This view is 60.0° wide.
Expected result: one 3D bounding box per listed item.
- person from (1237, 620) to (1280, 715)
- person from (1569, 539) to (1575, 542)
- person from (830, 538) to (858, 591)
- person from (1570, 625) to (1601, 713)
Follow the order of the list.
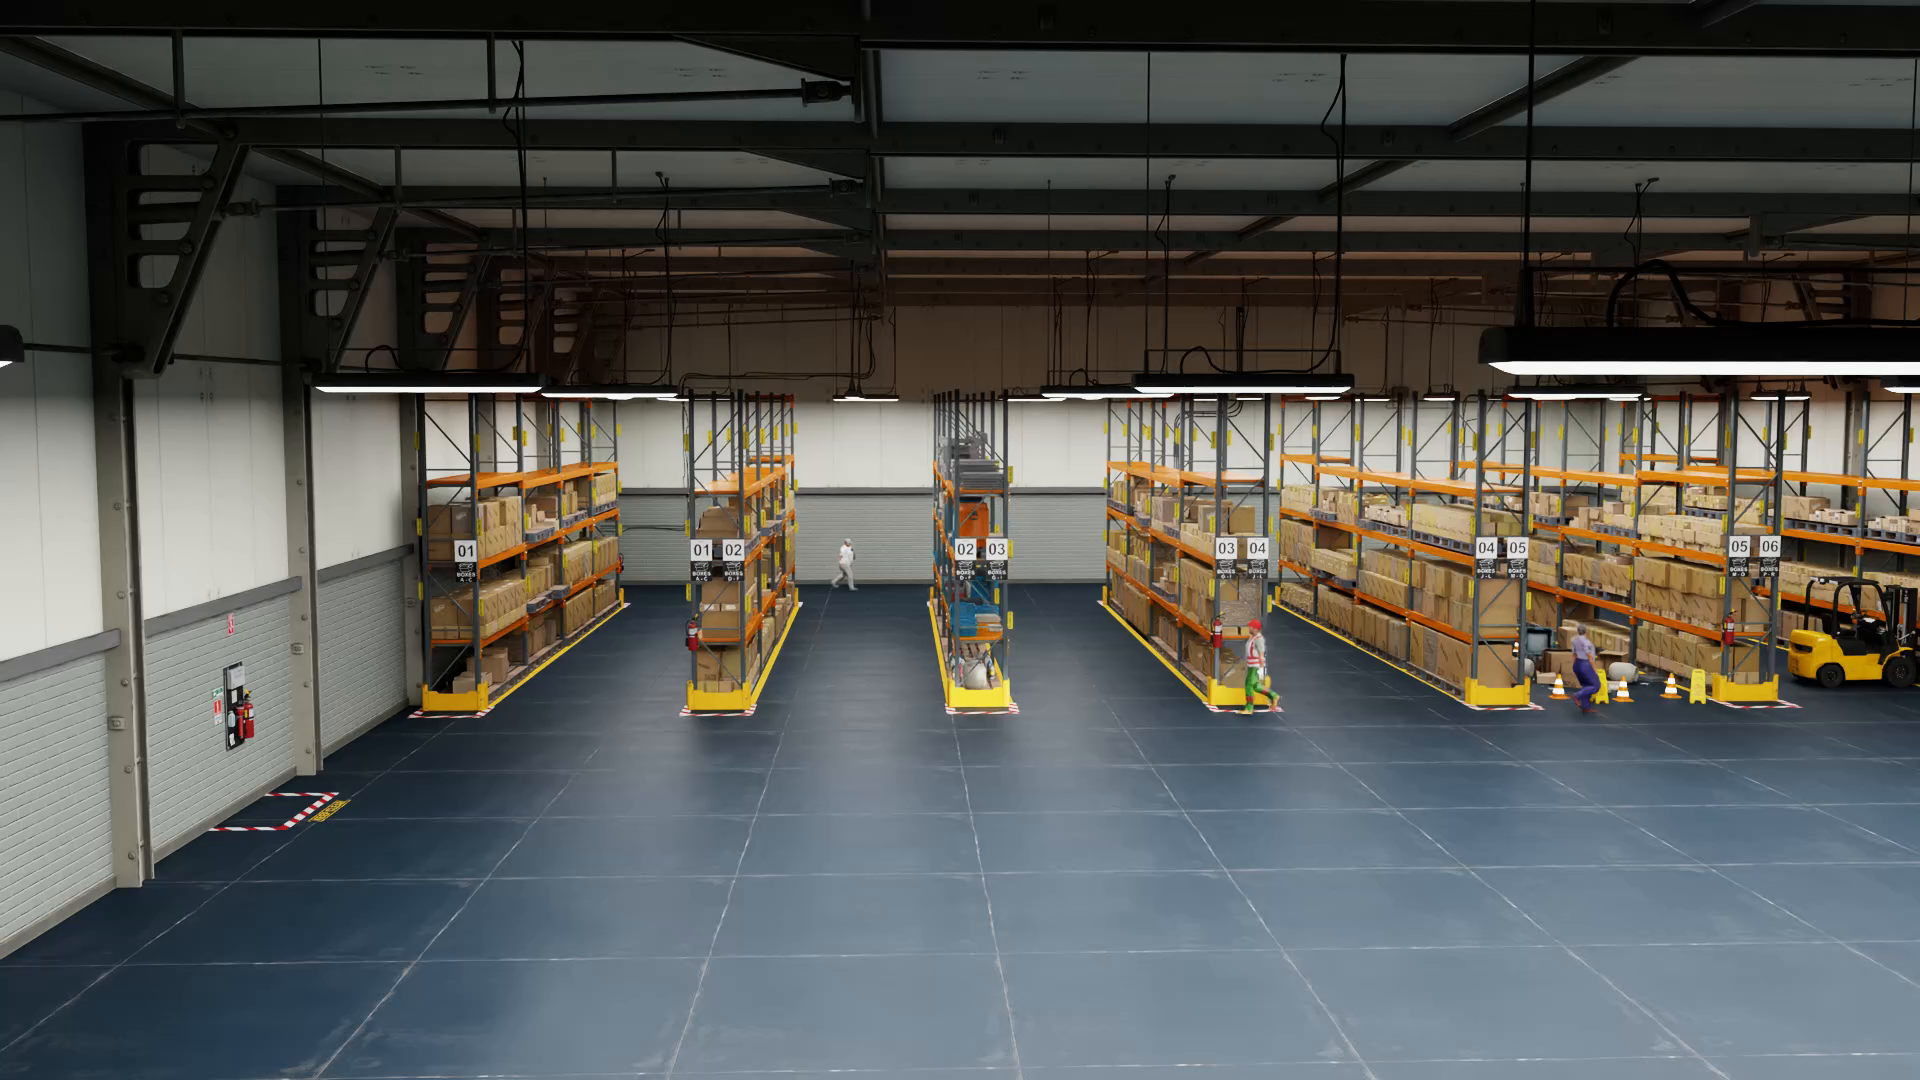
[{"bbox_3d":[5.527,2.336,30.688,0.883,1.761,0.593,-1,5,-11],"label":"person"},{"bbox_3d":[18.434,0.799,50.038,0.999,1.686,0.524,0,5,-3],"label":"person"},{"bbox_3d":[-3.558,0.738,51.231,1.024,1.606,0.491,2,5,20],"label":"person"},{"bbox_3d":[11.546,2.490,30.778,0.603,1.446,0.542,-1,5,-10],"label":"person"}]
